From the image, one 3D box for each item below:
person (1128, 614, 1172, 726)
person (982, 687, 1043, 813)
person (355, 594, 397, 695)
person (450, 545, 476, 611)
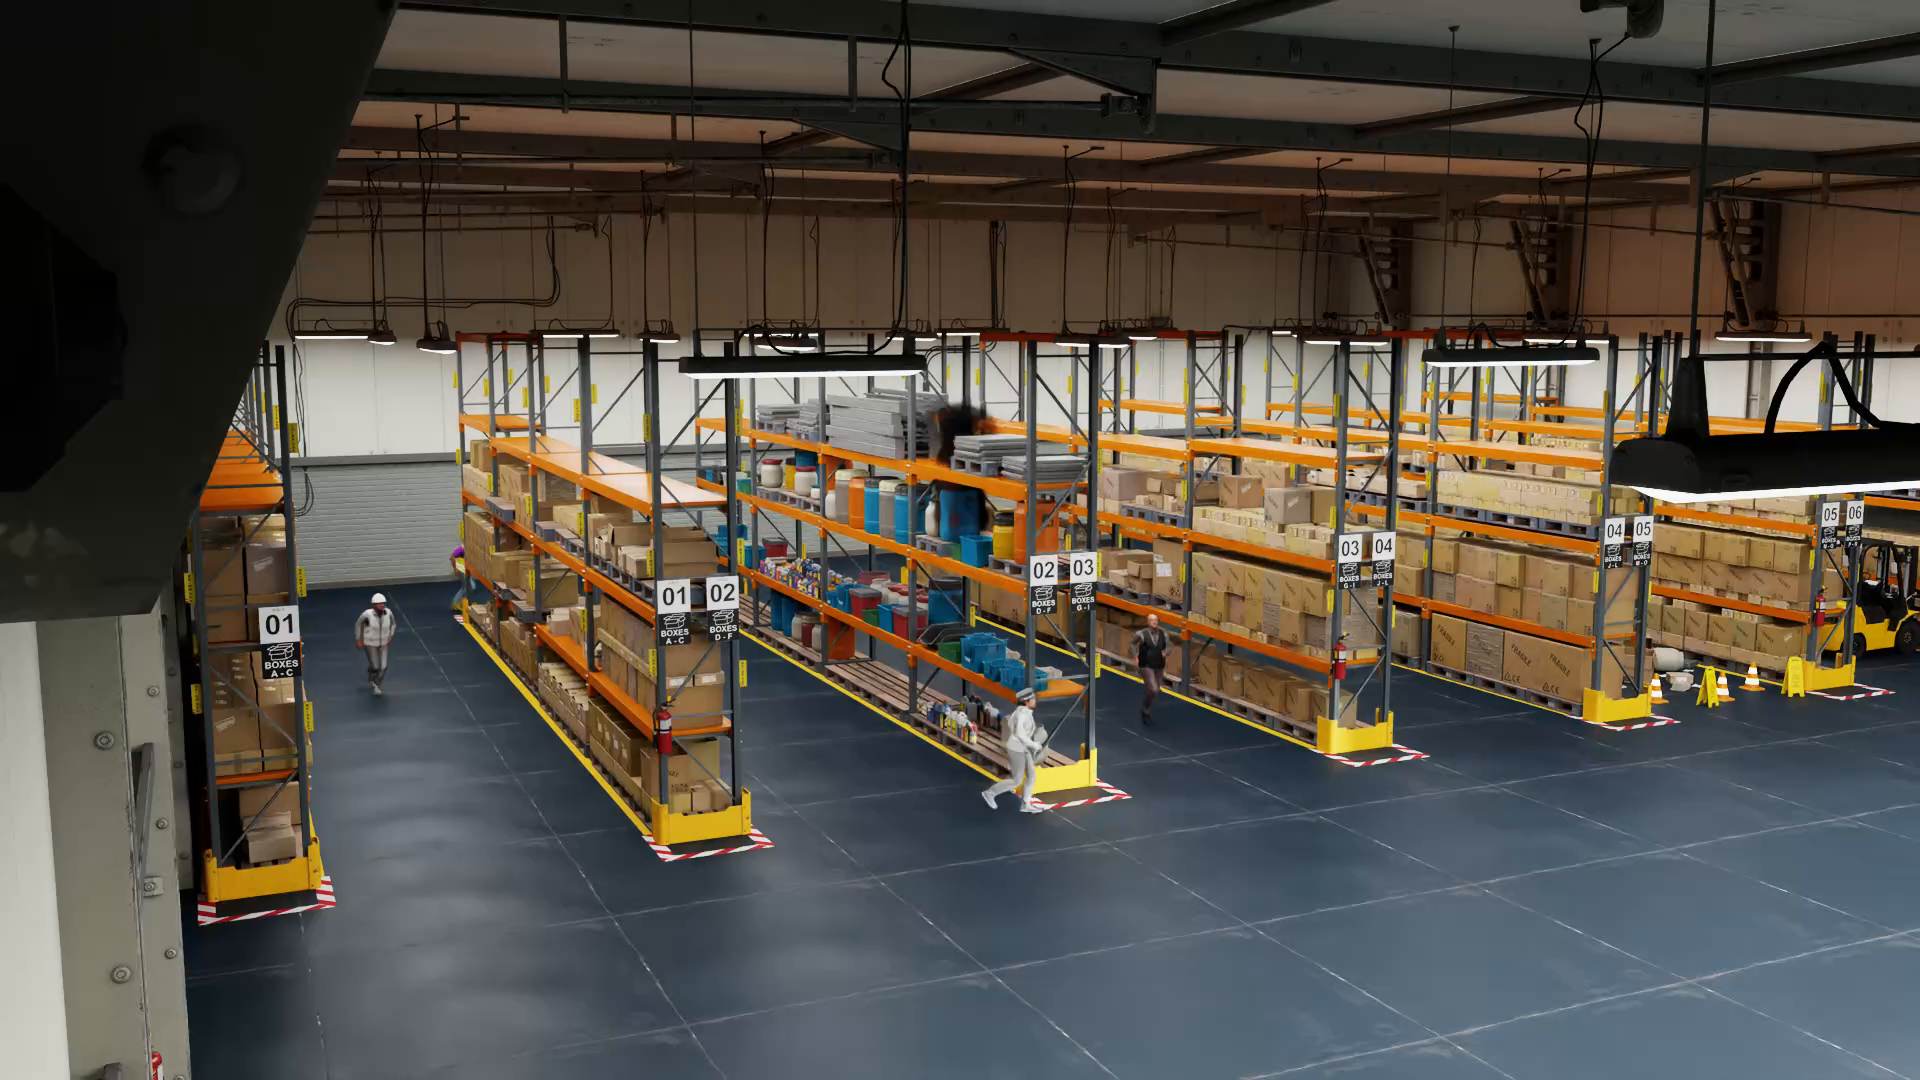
[{"bbox_3d":[2.990,2.006,25.845,0.614,1.740,0.711,-3,8,-21],"label":"person"},{"bbox_3d":[0.668,2.681,21.173,0.778,1.651,0.608,1,8,5],"label":"person"},{"bbox_3d":[-9.812,1.731,27.964,0.657,1.711,0.681,-6,10,-39],"label":"person"},{"bbox_3d":[-10.618,0.683,35.750,0.751,1.680,0.718,0,8,3],"label":"person"}]
